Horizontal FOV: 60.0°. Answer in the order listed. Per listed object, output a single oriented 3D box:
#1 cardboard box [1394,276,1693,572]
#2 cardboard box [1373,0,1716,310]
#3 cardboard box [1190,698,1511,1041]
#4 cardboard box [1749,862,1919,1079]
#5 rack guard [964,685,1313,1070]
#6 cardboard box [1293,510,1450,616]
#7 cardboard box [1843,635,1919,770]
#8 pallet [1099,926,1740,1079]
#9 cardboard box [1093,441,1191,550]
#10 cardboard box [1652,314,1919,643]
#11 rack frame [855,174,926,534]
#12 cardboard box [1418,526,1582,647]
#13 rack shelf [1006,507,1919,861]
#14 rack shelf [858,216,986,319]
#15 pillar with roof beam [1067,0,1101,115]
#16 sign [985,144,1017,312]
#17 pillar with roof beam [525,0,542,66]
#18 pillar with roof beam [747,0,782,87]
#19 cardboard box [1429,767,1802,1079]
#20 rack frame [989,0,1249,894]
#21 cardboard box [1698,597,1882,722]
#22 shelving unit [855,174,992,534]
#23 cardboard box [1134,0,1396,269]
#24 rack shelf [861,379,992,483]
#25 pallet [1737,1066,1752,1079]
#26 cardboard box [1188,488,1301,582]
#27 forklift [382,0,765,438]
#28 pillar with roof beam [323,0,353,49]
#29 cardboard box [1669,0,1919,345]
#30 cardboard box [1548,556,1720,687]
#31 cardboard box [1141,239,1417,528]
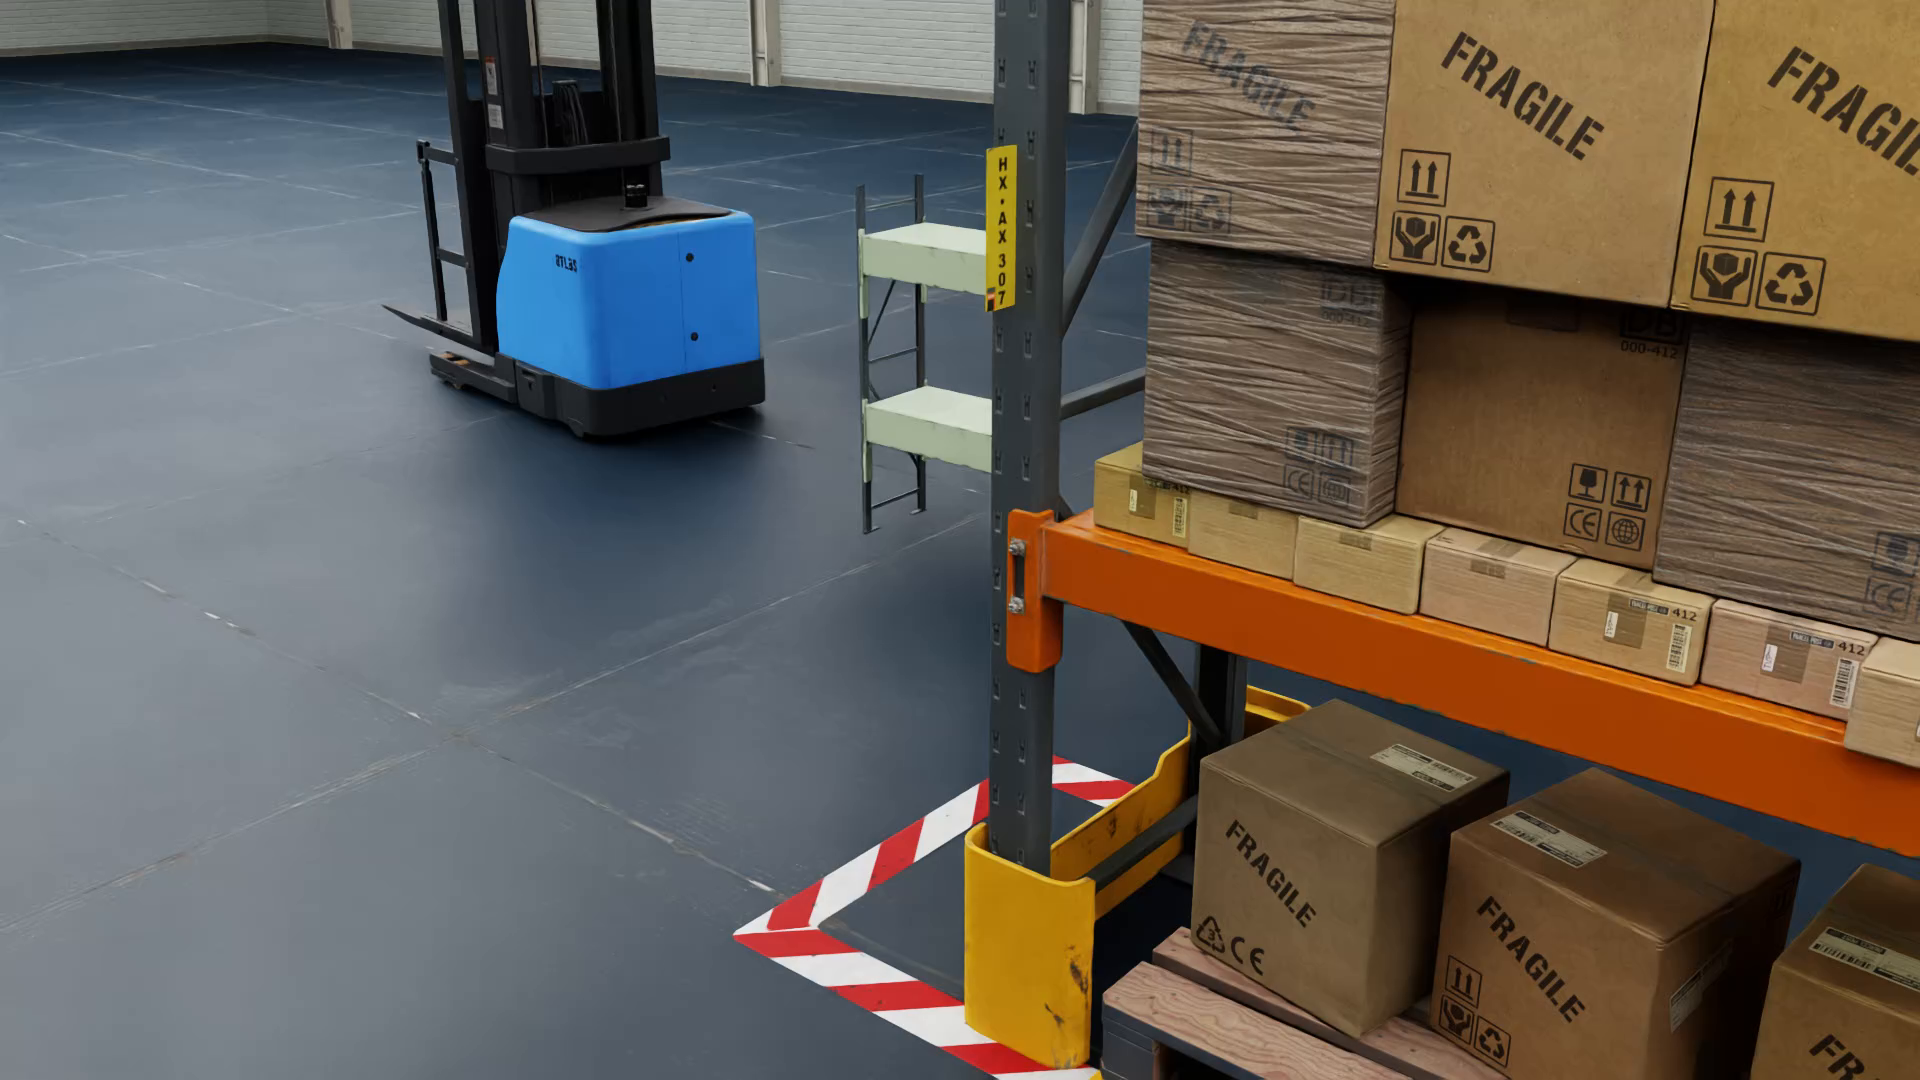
[{"bbox_3d":[1.300,-0.348,3.277,0.500,0.500,0.875,16,26,36],"label":"cardboard box"},{"bbox_3d":[1.065,-0.714,2.831,0.500,0.500,0.500,16,26,36],"label":"cardboard box"},{"bbox_3d":[0.901,0.746,3.886,0.500,0.500,0.500,-17,26,-37],"label":"cardboard box"},{"bbox_3d":[1.859,1.015,3.173,0.500,0.500,0.500,19,28,41],"label":"cardboard box"},{"bbox_3d":[0.487,0.816,4.297,0.348,0.500,1.175,16,26,36],"label":"rack guard"},{"bbox_3d":[0.864,-0.004,3.283,0.250,0.149,0.380,16,26,36],"label":"cardboard box"},{"bbox_3d":[1.599,0.236,2.646,0.250,0.149,0.380,16,26,36],"label":"cardboard box"},{"bbox_3d":[1.094,1.142,3.842,1.213,0.211,1.003,16,26,36],"label":"pallet"},{"bbox_3d":[0.498,-0.125,3.604,0.250,0.149,0.380,16,26,36],"label":"cardboard box"},{"bbox_3d":[1.660,-0.225,2.950,0.500,0.500,0.875,16,26,36],"label":"cardboard box"},{"bbox_3d":[-0.289,-0.785,7.124,0.023,1.500,0.400,16,26,36],"label":"rack frame"},{"bbox_3d":[1.071,0.046,3.150,0.250,0.149,0.380,16,26,36],"label":"cardboard box"},{"bbox_3d":[1.977,0.412,2.845,4.000,0.370,1.077,16,26,36],"label":"rack shelf"},{"bbox_3d":[-0.005,-1.068,6.770,0.720,0.370,0.431,16,26,36],"label":"rack shelf"},{"bbox_3d":[-1.106,-8.821,17.806,0.400,9.000,9.100,16,26,36],"label":"pillar with roof beam"},{"bbox_3d":[0.085,-0.628,3.355,0.005,0.325,0.100,16,26,36],"label":"sign"},{"bbox_3d":[-10.402,-11.498,24.906,0.400,9.000,9.100,16,26,36],"label":"pillar with roof beam"},{"bbox_3d":[-5.754,-10.160,21.356,0.400,9.000,9.100,16,26,36],"label":"pillar with roof beam"},{"bbox_3d":[1.386,0.870,3.558,0.500,0.500,0.500,-14,25,-33],"label":"cardboard box"},{"bbox_3d":[0.428,-0.371,3.901,0.127,3.000,1.000,16,26,36],"label":"rack frame"},{"bbox_3d":[1.471,0.152,2.869,0.250,0.149,0.380,16,26,36],"label":"cardboard box"},{"bbox_3d":[-0.005,-0.703,6.907,0.755,1.500,0.431,16,26,36],"label":"shelving unit"},{"bbox_3d":[0.682,-0.828,3.131,0.500,0.500,0.500,16,26,36],"label":"cardboard box"},{"bbox_3d":[-0.005,-0.398,7.023,0.720,0.370,0.431,16,26,36],"label":"rack shelf"},{"bbox_3d":[2.035,1.414,3.120,1.213,0.211,1.003,16,26,36],"label":"pallet"},{"bbox_3d":[0.680,-0.064,3.442,0.250,0.149,0.380,16,26,36],"label":"cardboard box"},{"bbox_3d":[-2.399,-2.333,9.200,1.130,2.935,3.031,-17,27,-38],"label":"forklift"},{"bbox_3d":[-15.051,-12.837,28.455,0.400,9.000,9.100,16,26,36],"label":"pillar with roof beam"},{"bbox_3d":[1.453,-0.603,2.536,0.500,0.500,0.500,16,26,36],"label":"cardboard box"},{"bbox_3d":[1.260,0.104,2.997,0.250,0.149,0.380,16,26,36],"label":"cardboard box"},{"bbox_3d":[0.837,-0.427,3.486,0.500,0.500,0.875,16,26,36],"label":"cardboard box"}]
